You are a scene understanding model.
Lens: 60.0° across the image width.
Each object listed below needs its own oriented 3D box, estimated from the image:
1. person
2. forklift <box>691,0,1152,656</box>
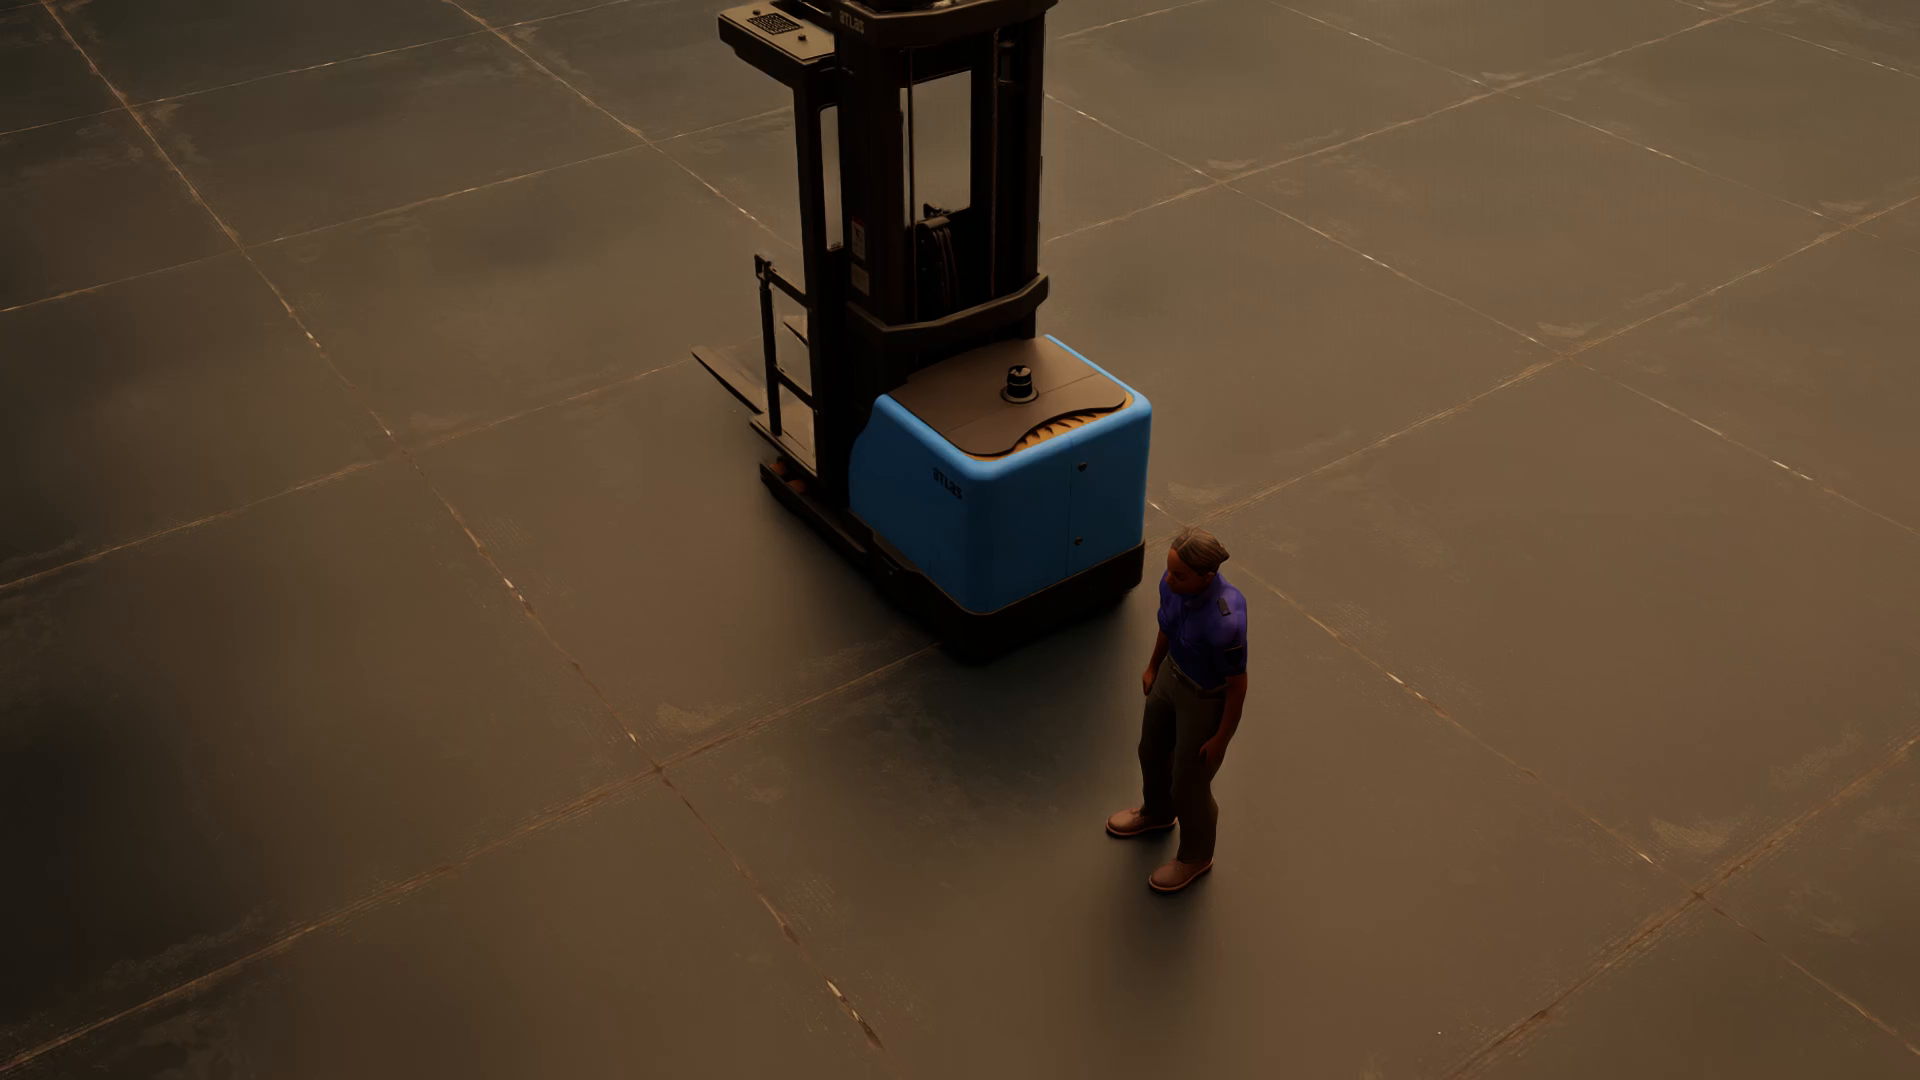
[{"bbox_3d":[0.847,0.598,6.212,0.349,1.653,0.529,-16,40,-21],"label":"person"},{"bbox_3d":[-0.387,-1.480,7.947,1.130,2.935,3.031,-23,42,-28],"label":"forklift"}]
